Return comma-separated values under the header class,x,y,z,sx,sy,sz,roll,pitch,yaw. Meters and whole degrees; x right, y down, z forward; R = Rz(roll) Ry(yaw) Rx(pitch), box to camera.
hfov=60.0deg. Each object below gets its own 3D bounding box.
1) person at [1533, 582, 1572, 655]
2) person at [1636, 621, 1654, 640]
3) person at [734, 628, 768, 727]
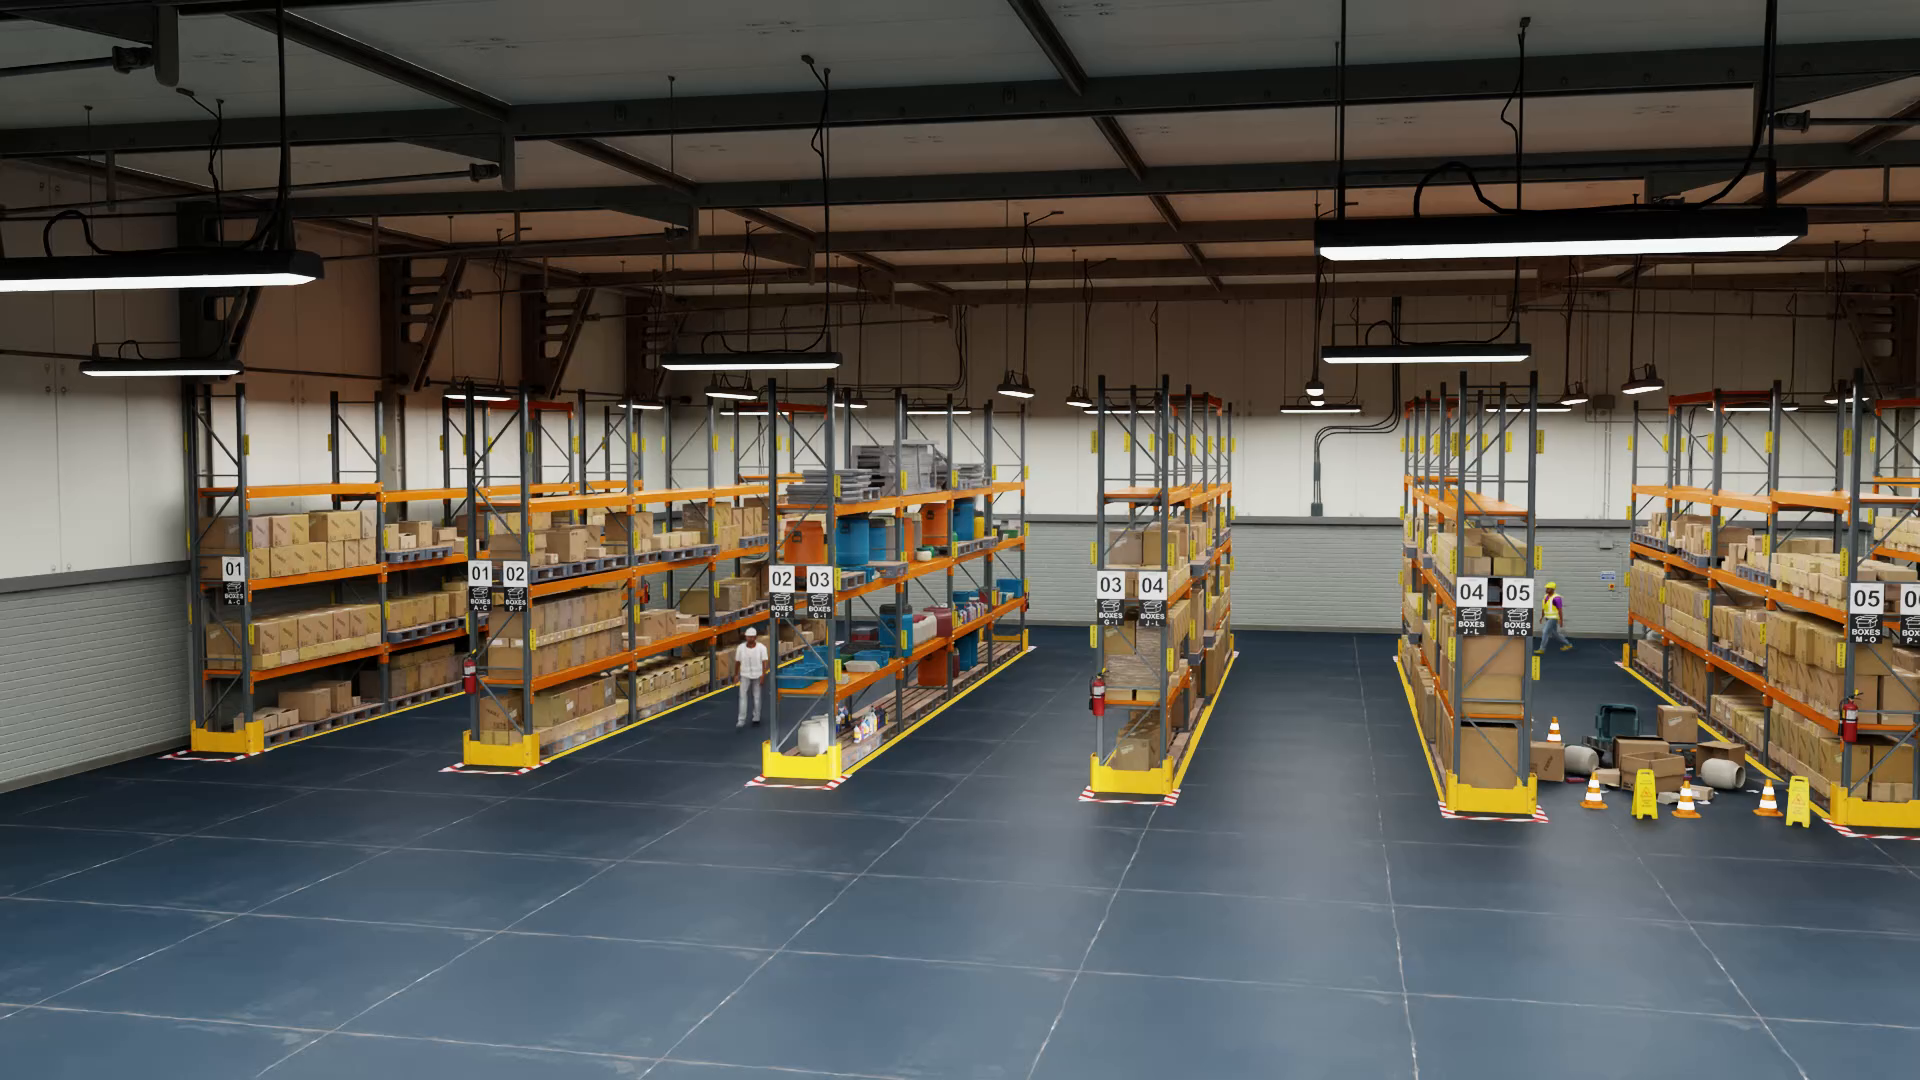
class,x,y,z,sx,sy,sz,roll,pitch,yaw
person,14.154,1.866,39.732,1.023,1.729,0.580,0,3,-6
person,16.808,1.863,40.544,0.513,1.605,1.046,3,5,44
person,-3.730,2.424,29.613,0.609,1.715,0.962,0,3,-5
